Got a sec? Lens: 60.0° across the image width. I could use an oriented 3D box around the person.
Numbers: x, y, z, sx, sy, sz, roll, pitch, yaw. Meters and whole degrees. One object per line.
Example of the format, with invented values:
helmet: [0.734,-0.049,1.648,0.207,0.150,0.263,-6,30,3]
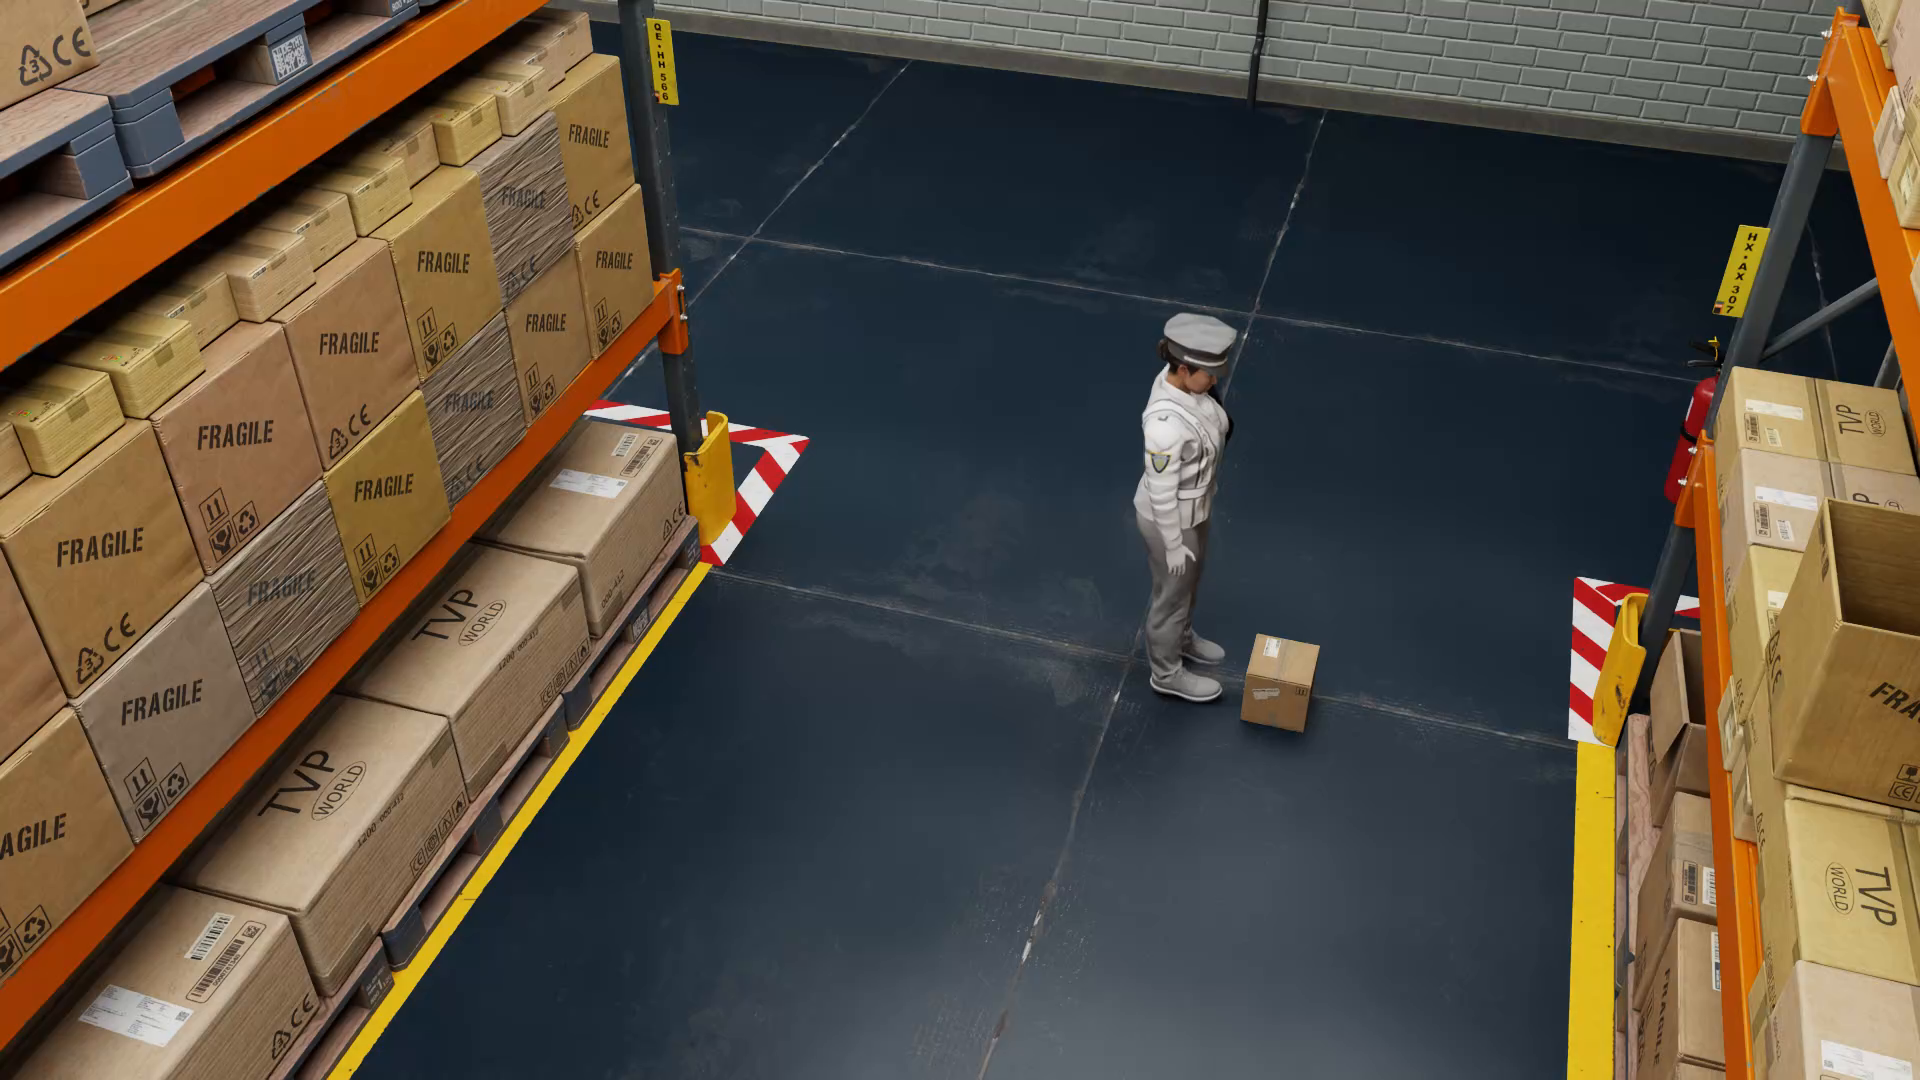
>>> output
person: [0.862,-0.086,6.253,0.413,1.698,0.536,12,39,15]
